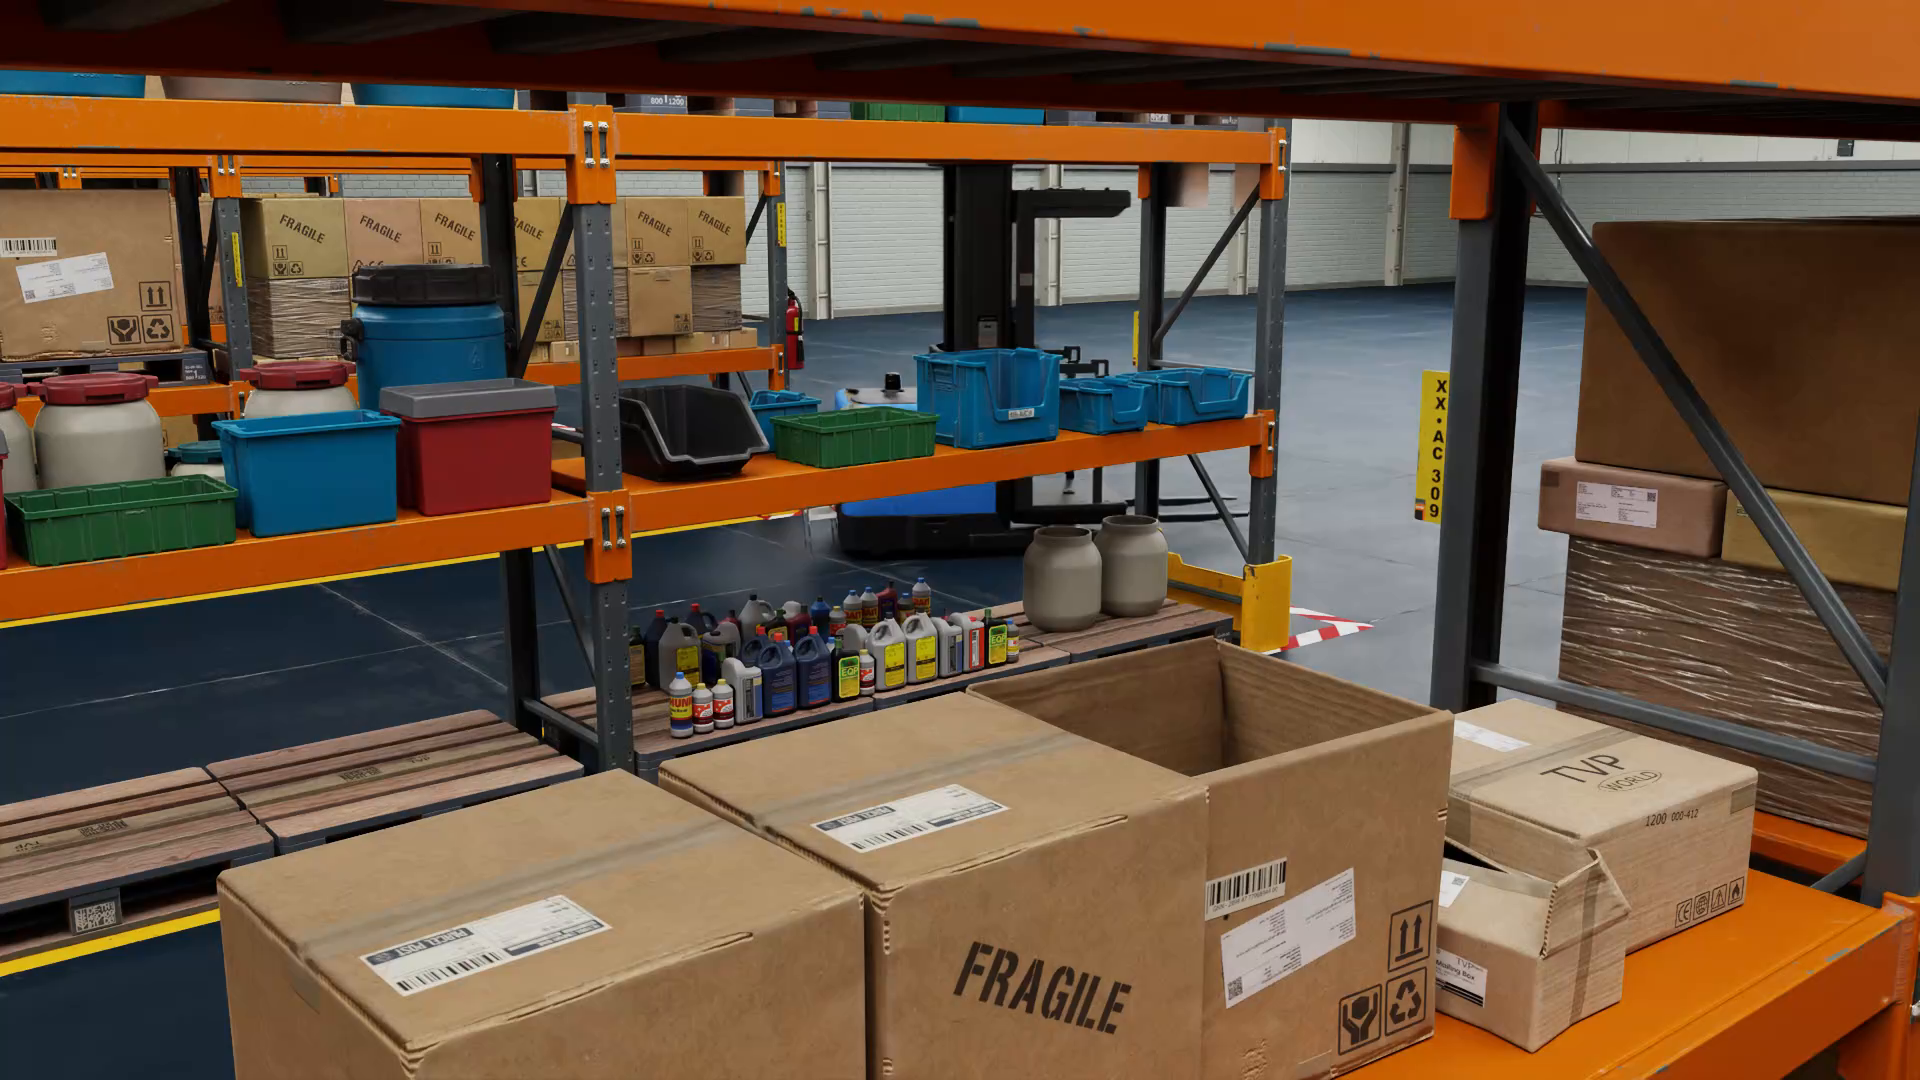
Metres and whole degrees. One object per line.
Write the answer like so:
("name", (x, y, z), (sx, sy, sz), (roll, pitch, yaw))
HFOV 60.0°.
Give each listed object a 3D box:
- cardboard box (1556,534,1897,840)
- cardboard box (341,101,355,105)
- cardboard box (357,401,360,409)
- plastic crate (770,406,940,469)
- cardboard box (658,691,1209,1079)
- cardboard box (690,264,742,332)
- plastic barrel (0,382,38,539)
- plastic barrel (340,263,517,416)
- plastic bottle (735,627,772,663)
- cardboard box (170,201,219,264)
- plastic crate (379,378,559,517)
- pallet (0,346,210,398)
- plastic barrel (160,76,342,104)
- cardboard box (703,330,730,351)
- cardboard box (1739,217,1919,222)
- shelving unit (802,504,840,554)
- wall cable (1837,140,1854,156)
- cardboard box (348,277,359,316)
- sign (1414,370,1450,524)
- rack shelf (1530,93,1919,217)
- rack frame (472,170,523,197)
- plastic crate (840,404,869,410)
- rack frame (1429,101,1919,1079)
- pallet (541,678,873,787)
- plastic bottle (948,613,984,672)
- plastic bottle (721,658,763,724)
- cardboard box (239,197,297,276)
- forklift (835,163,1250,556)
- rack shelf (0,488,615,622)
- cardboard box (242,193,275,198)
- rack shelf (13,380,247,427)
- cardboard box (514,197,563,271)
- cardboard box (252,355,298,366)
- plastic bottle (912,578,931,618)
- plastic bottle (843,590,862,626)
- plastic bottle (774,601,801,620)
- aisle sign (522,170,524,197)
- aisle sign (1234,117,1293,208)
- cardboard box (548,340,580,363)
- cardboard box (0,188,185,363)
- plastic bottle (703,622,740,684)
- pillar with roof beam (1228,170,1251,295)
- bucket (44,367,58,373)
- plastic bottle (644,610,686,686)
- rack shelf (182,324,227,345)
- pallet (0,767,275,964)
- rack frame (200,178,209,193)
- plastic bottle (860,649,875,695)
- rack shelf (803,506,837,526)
("cardboard box", (1.716, 0.247, 3.503), (0.500, 0.500, 0.700), (-10, 16, -39))
("cardboard box", (-3.891, -2.733, 10.917), (0.500, 0.250, 0.500), (-10, 15, -38))
("cardboard box", (-5.882, -1.542, 16.274), (0.875, 0.875, 0.875), (-10, 15, -39))
("plastic crate", (-0.482, -0.476, 7.659), (0.662, 0.188, 0.450), (-9, 15, -38))
("cardboard box", (-0.039, 0.536, 2.142), (0.500, 0.500, 0.500), (-9, 15, -38))
("cardboard box", (-2.135, -1.899, 12.894), (0.500, 0.500, 0.875), (-9, 15, -38))
("plastic barrel", (-3.513, -0.276, 5.879), (0.433, 0.535, 0.433), (0, 12, 0))
("plastic barrel", (-2.209, -0.694, 6.966), (0.708, 0.901, 0.600), (-9, 15, -38))
("plastic bottle", (-0.919, 0.570, 7.539), (0.185, 0.351, 0.144), (-9, 15, -38))
("cardboard box", (-7.165, -2.804, 15.153), (0.550, 0.550, 0.875), (-9, 15, -38))
("plastic crate", (-1.905, -0.368, 6.487), (0.583, 0.464, 0.402), (-9, 15, -38))
("pallet", (-5.500, -1.083, 10.470), (1.213, 0.211, 1.003), (-9, 15, -38))
("plastic barrel", (-2.490, -1.976, 5.783), (0.600, 0.901, 0.600), (0, 12, 0))
("cardboard box", (-1.978, -1.546, 12.793), (0.250, 0.149, 0.380), (-9, 15, -38))
("cardboard box", (2.110, -0.453, 3.678), (0.500, 0.500, 0.700), (-9, 15, -38))
("shelving unit", (-1.006, -0.377, 11.705), (0.210, 0.900, 0.258), (-7, 13, -14))
("wall cable", (20.380, -11.356, 35.758), (0.169, 6.003, 2.305), (-9, 15, -38))
("cardboard box", (-4.010, -1.555, 11.271), (0.500, 0.500, 0.875), (-9, 15, -38))
("sign", (1.025, -0.197, 3.562), (0.005, 0.325, 0.100), (-9, 15, -38))
("rack shelf", (2.935, -1.020, 4.223), (4.000, 0.370, 1.077), (-9, 15, -38))
("rack frame", (-4.708, -2.589, 17.101), (0.127, 3.000, 1.000), (-9, 15, -38))
("plastic crate", (-0.608, -0.572, 8.236), (0.437, 0.136, 0.530), (-9, 15, -38))
("rack frame", (1.375, 0.355, 3.235), (0.053, 2.616, 0.949), (-9, 15, -38))
("pallet", (-1.168, 0.834, 7.691), (1.213, 0.211, 1.003), (-9, 15, -38))
("plastic bottle", (0.031, 0.486, 8.114), (0.135, 0.276, 0.152), (-9, 15, -37))
("plastic bottle", (-0.960, 0.651, 7.339), (0.135, 0.276, 0.152), (-9, 15, -36))
("cardboard box", (-4.633, -2.039, 11.146), (0.500, 0.500, 0.500), (-9, 15, -38))
("forklift", (0.633, -1.435, 11.832), (3.031, 2.935, 1.130), (-2, 12, -7))
("rack shelf", (-3.280, 0.162, 5.876), (4.000, 0.370, 1.077), (-9, 15, -38))
("cardboard box", (-8.542, -3.896, 19.893), (0.500, 0.500, 0.700), (-9, 15, -37))
("rack shelf", (-6.374, -0.641, 9.659), (4.000, 0.370, 1.077), (-9, 15, -38))
("cardboard box", (-3.138, -2.150, 11.668), (0.500, 0.500, 0.500), (-9, 15, -38))
("cardboard box", (-4.456, -1.109, 10.734), (0.250, 0.149, 0.380), (-9, 15, -38))
("plastic bottle", (-0.205, 0.336, 8.835), (0.097, 0.271, 0.097), (0, 12, 0))
("plastic bottle", (-0.551, 0.393, 8.565), (0.097, 0.271, 0.097), (0, 12, 0))
("plastic bottle", (-0.864, 0.450, 8.285), (0.135, 0.276, 0.152), (-9, 15, -37))
("aisle sign", (-4.466, -3.821, 16.645), (0.004, 0.787, 0.394), (-9, 15, -38))
("aisle sign", (1.647, -2.201, 9.014), (0.004, 0.787, 0.394), (-9, 15, -38))
("cardboard box", (-2.888, -1.367, 11.948), (0.250, 0.149, 0.380), (-9, 15, -38))
("cardboard box", (-5.520, -1.671, 10.322), (1.000, 1.000, 1.000), (-9, 15, -37))
("plastic bottle", (-1.133, 0.533, 7.893), (0.135, 0.276, 0.152), (-9, 15, -38))
("pillar with roof beam", (9.340, -9.590, 35.627), (0.548, 9.000, 9.100), (-9, 15, -38))
("bucket", (-9.166, -1.604, 16.683), (0.620, 0.611, 0.726), (-14, 16, -16))
("plastic bottle", (-1.395, 0.501, 7.866), (0.185, 0.351, 0.144), (-10, 16, -39))
("rack shelf", (-6.270, -1.978, 15.954), (4.000, 0.370, 1.077), (-9, 15, -38))
("pallet", (-3.260, 1.182, 6.054), (1.213, 0.211, 1.003), (-9, 15, -38))
("rack frame", (-10.983, -4.184, 24.609), (0.127, 3.000, 1.000), (-9, 15, -38))
("plastic bottle", (-0.445, 0.609, 7.715), (0.097, 0.201, 0.097), (0, 12, 0))
("rack shelf", (-0.991, -0.170, 11.753), (0.200, 0.077, 0.258), (-7, 13, -14))
